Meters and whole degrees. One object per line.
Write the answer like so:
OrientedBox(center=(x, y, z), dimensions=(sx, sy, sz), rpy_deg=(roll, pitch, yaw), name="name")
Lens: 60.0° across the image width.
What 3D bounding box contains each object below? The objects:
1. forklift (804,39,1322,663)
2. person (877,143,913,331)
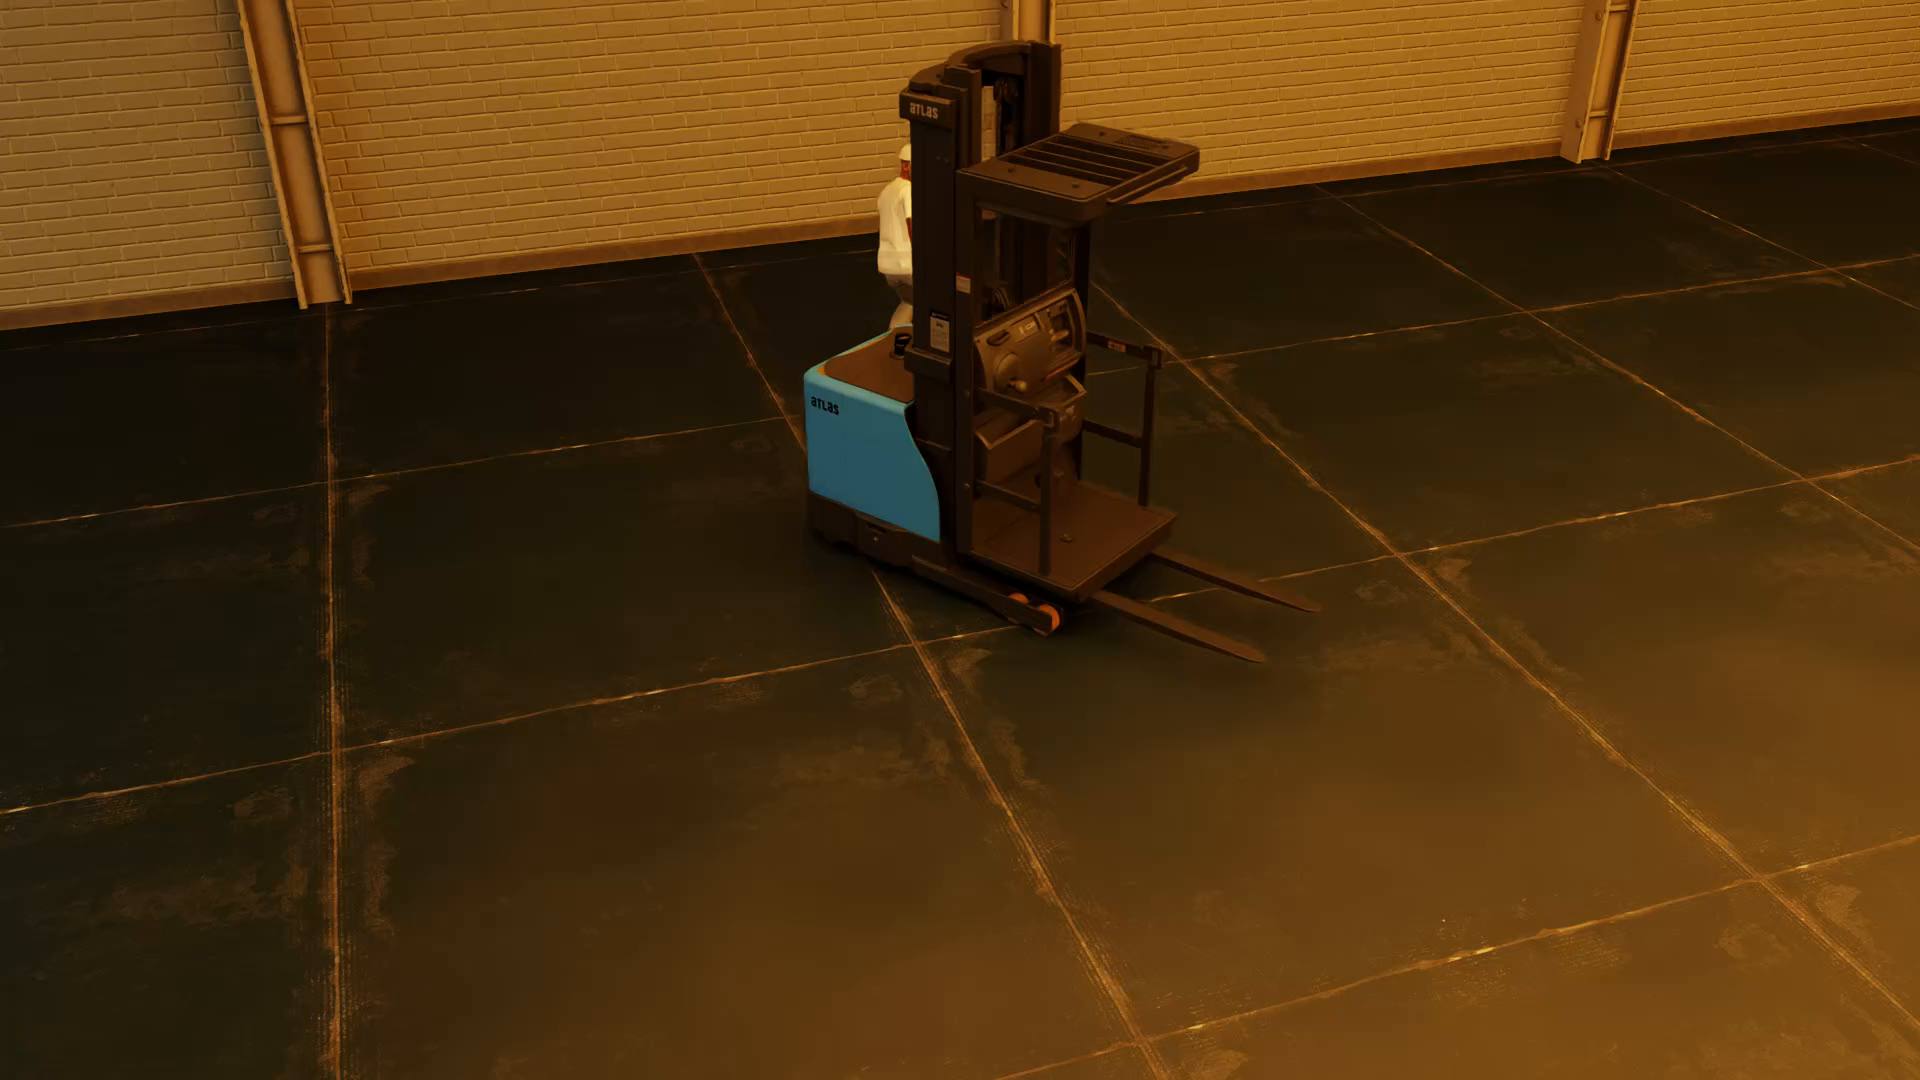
OrientedBox(center=(0.554, -1.049, 8.909), dimensions=(3.031, 2.935, 1.130), rpy_deg=(21, 36, 32), name="forklift")
OrientedBox(center=(-0.242, -2.048, 12.020), dimensions=(0.806, 1.584, 0.822), rpy_deg=(26, 39, 38), name="person")
